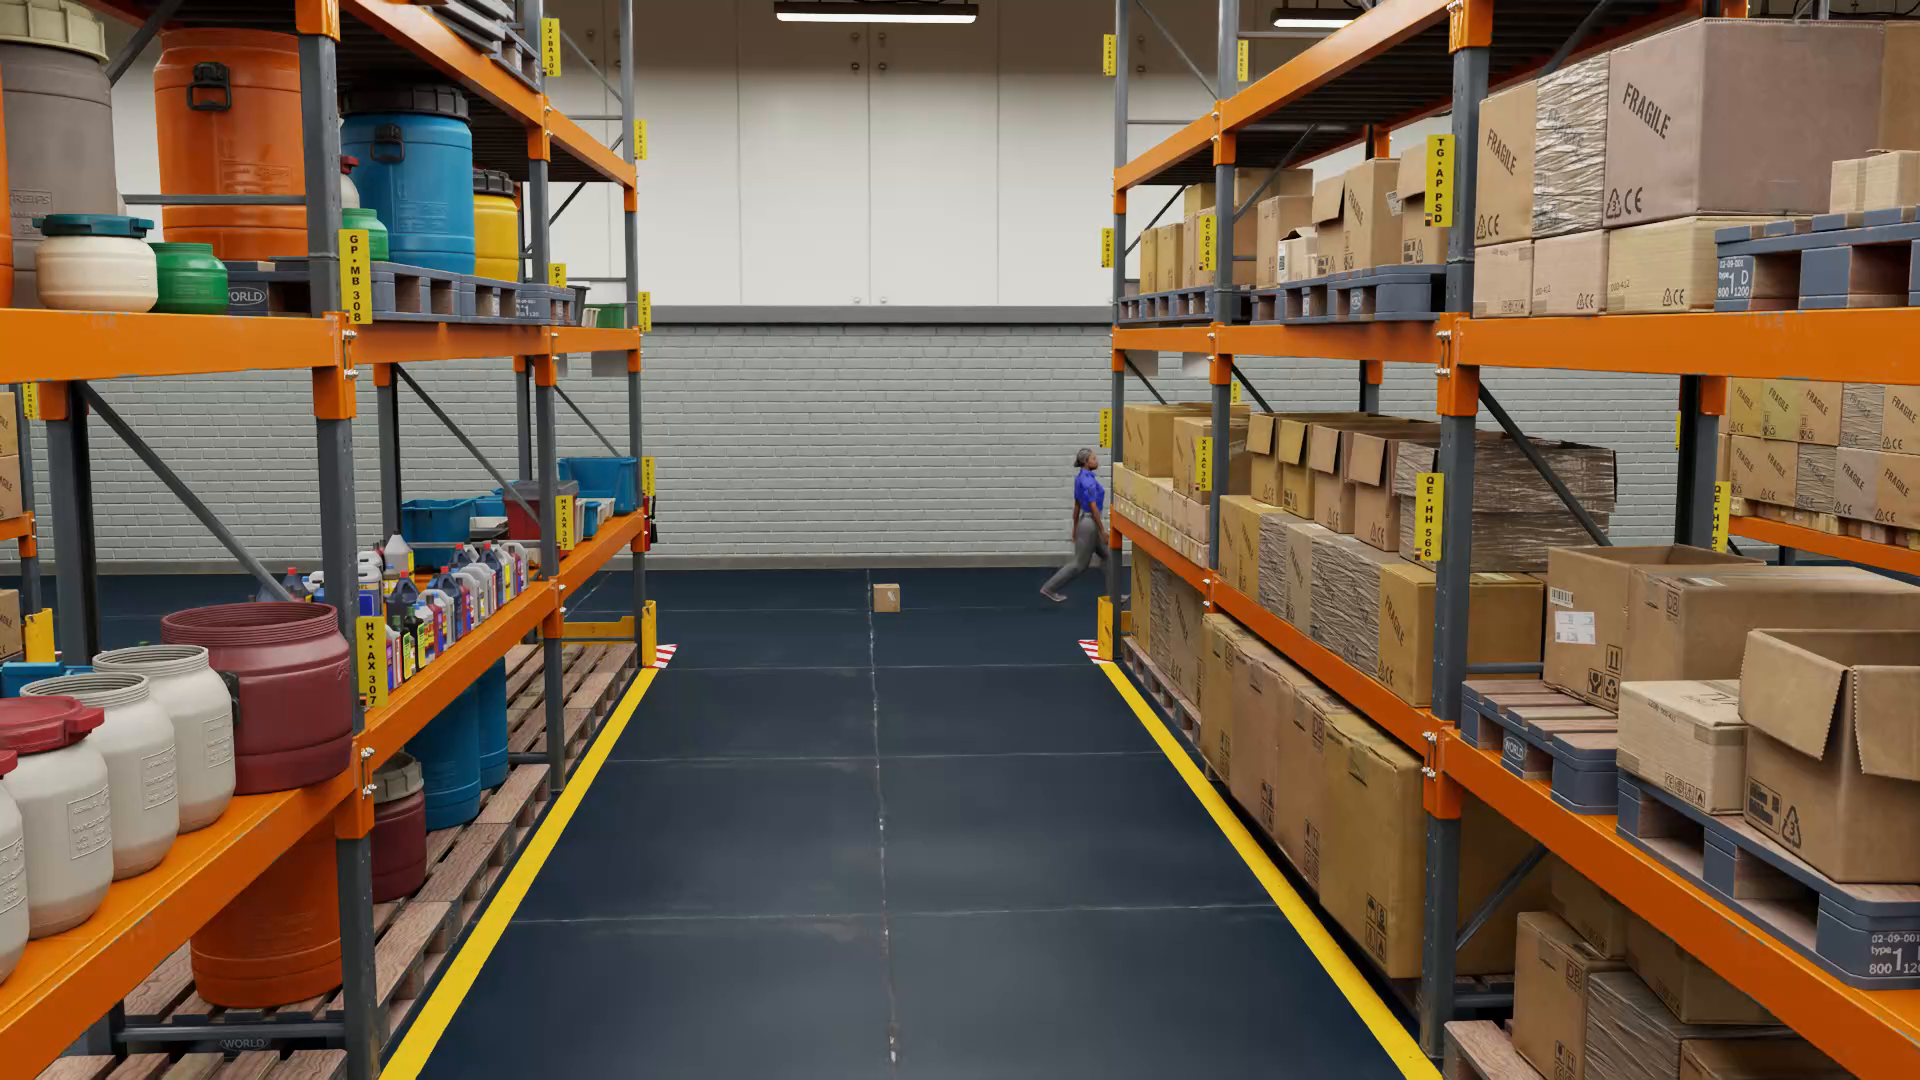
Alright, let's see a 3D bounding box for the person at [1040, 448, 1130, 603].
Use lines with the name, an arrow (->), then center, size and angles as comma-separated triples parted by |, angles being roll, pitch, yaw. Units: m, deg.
person -> 1.298, -0.129, 16.837 | 0.995, 1.599, 0.470 | 0, 7, -2
